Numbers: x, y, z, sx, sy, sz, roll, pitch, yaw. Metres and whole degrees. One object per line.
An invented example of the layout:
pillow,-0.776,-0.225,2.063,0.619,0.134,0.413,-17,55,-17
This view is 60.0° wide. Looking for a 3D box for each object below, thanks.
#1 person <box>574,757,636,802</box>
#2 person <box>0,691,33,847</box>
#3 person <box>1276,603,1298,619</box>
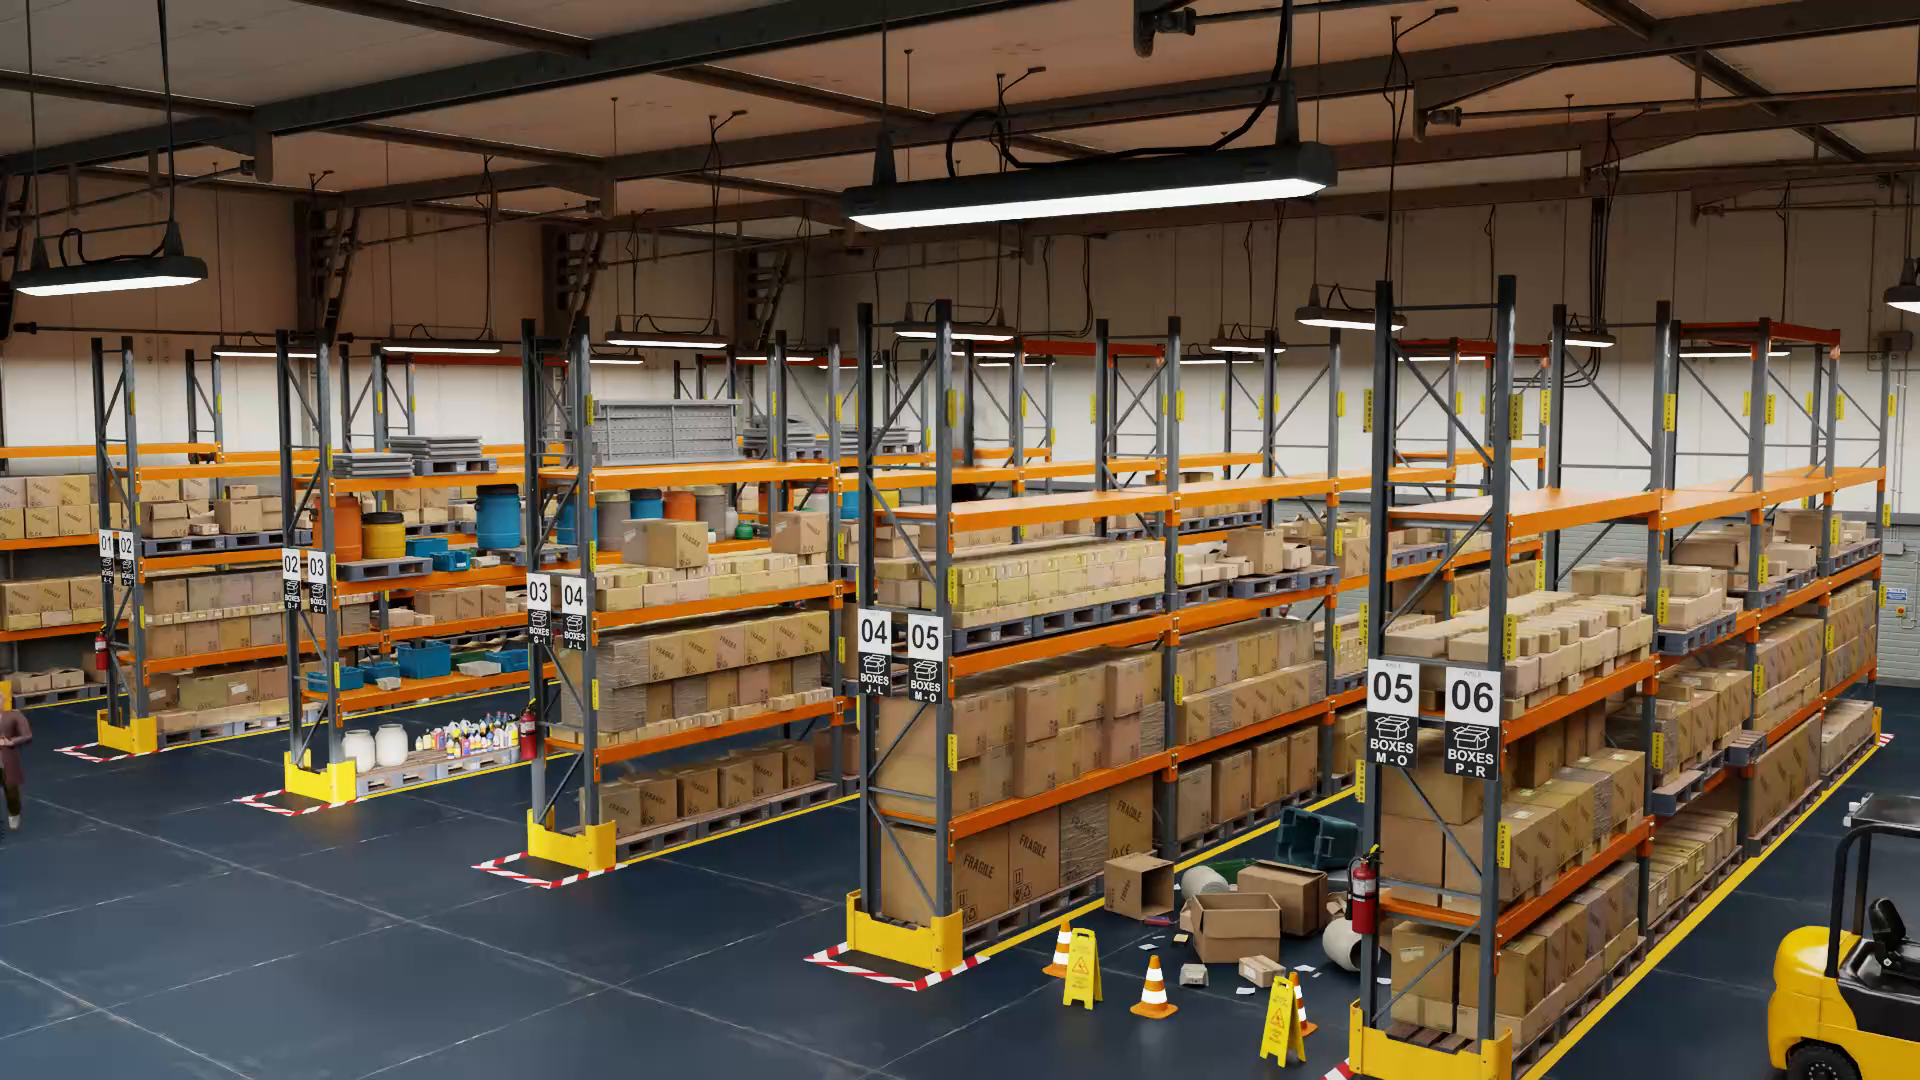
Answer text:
person,-4.572,2.421,21.273,0.723,1.751,0.959,3,6,34
person,-11.089,2.600,19.186,0.714,1.754,1.034,-2,5,-25
person,5.548,1.857,28.411,0.603,1.663,0.565,4,6,37
